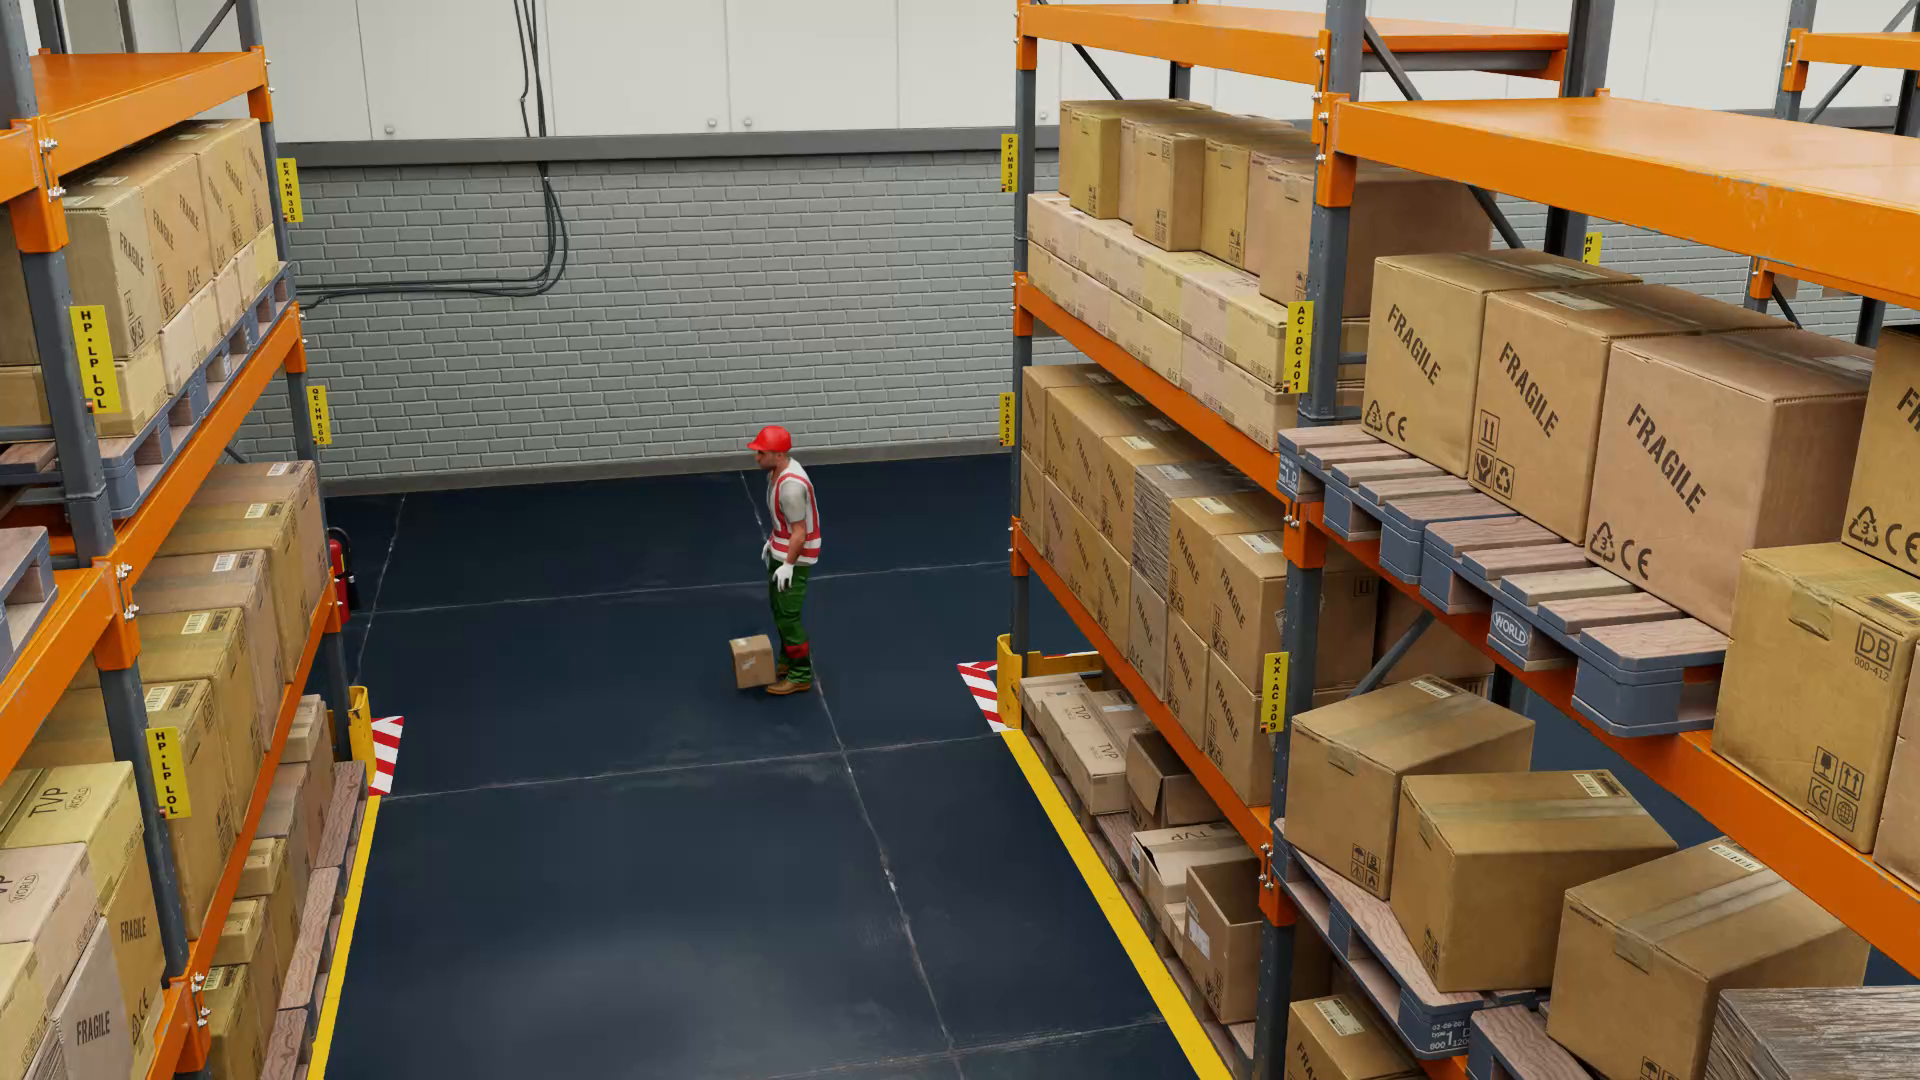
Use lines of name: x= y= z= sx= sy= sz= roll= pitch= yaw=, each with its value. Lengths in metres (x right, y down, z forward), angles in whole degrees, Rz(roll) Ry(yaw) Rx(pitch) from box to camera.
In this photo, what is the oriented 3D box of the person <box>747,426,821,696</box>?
person: x=-1.126 y=0.115 z=10.717 sx=0.438 sy=1.781 sz=0.574 roll=-5 pitch=20 yaw=-14
